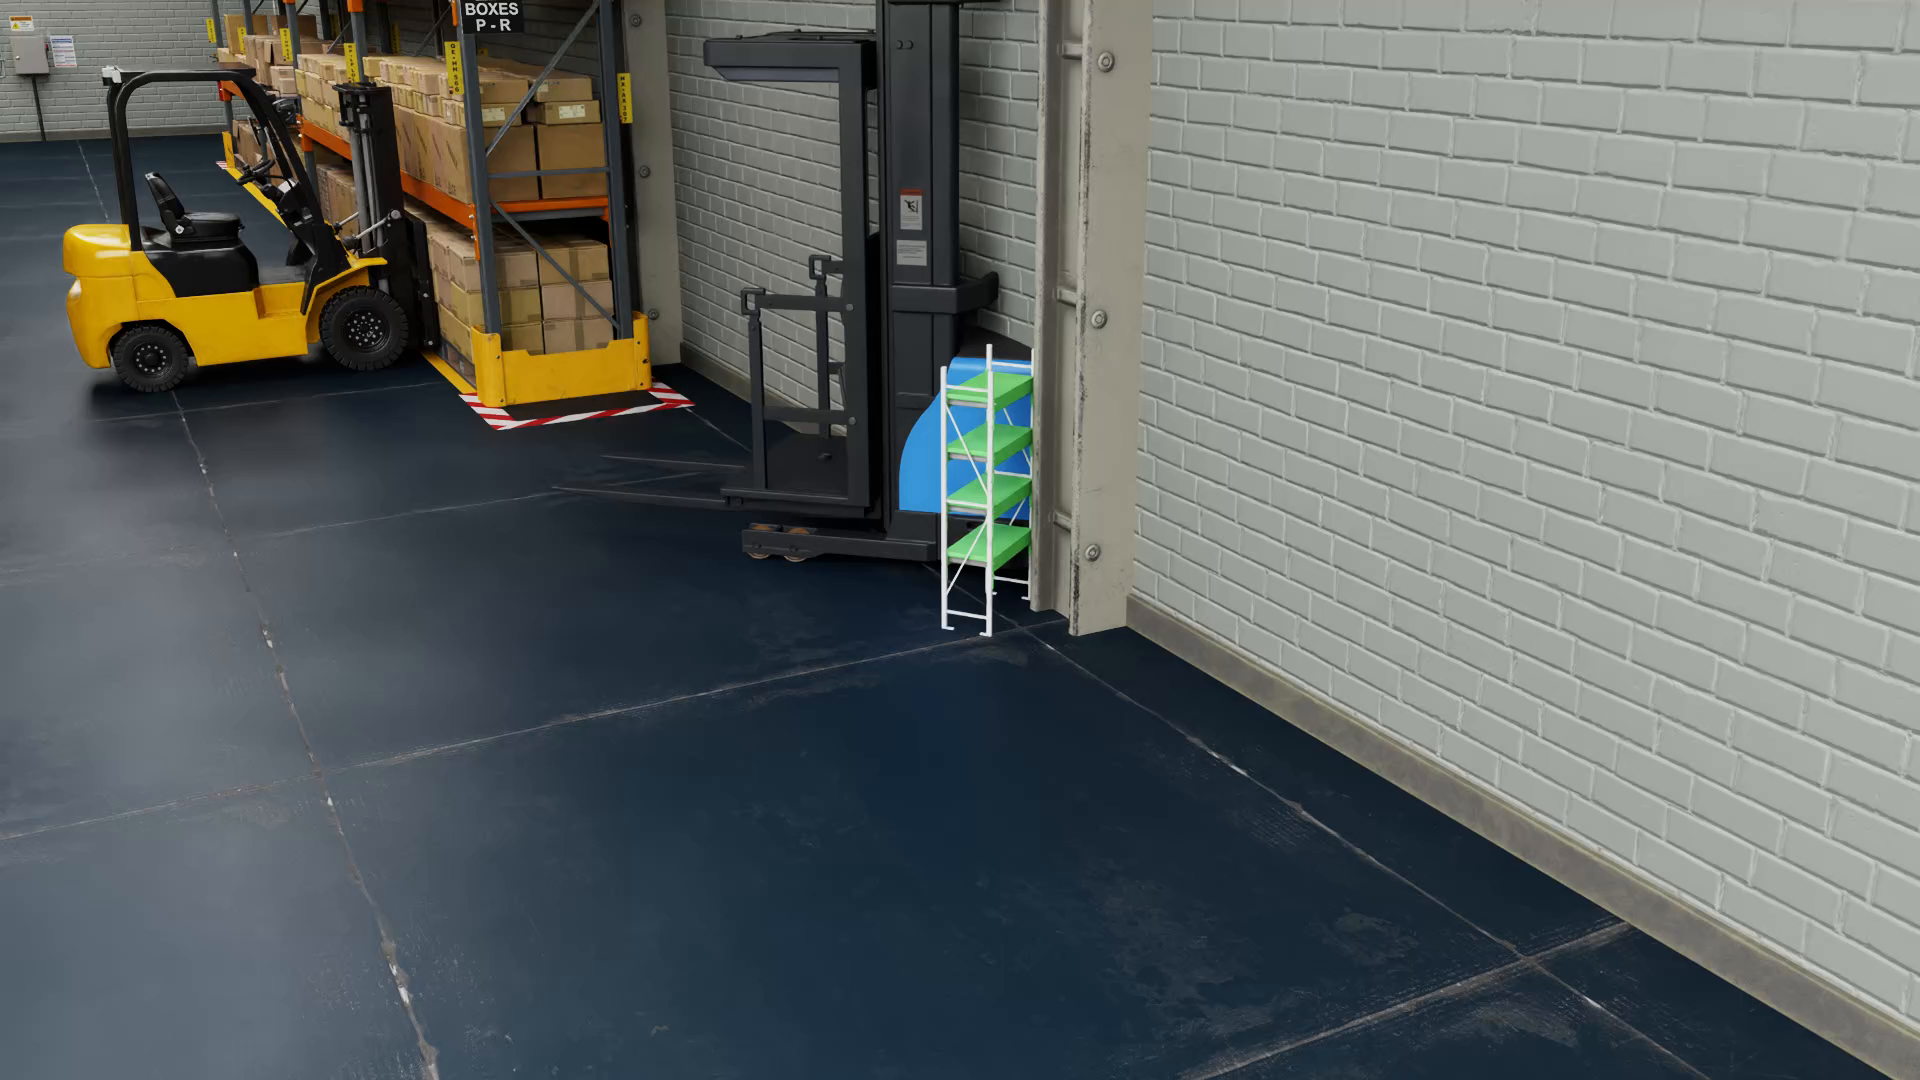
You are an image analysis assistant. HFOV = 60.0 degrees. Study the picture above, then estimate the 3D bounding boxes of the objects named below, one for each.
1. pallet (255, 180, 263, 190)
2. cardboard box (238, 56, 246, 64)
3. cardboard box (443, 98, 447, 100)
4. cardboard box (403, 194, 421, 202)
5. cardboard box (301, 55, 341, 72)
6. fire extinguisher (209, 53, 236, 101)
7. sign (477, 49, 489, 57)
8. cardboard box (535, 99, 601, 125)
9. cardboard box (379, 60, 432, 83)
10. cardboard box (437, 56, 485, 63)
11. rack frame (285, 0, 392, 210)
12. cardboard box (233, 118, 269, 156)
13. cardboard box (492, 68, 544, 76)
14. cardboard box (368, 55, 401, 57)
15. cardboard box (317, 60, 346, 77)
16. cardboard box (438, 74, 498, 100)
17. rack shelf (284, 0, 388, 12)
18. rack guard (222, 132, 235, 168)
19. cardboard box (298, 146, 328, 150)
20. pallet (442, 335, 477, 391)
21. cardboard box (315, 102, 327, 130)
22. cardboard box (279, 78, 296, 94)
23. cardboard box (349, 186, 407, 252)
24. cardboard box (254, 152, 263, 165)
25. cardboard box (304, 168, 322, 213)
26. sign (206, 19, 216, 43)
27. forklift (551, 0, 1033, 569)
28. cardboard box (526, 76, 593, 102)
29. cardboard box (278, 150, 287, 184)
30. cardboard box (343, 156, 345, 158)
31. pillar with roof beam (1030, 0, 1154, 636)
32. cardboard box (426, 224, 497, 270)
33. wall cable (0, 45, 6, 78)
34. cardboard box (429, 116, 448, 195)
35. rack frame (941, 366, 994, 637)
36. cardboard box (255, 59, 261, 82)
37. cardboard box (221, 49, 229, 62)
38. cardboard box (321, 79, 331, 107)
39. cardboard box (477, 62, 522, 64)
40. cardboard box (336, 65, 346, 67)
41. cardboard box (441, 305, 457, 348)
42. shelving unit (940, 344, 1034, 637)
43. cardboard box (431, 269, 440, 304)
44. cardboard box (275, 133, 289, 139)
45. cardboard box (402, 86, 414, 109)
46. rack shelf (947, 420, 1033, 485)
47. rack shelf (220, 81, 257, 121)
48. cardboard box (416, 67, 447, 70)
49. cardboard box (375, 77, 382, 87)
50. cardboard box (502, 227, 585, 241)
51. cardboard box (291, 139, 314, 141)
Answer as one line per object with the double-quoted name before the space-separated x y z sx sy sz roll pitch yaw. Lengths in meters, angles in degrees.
"pallet" -8.784 -4.777 22.152 1.003 0.211 1.213 -10 21 -27
"cardboard box" -9.166 -6.218 21.825 0.500 0.250 0.500 -10 21 -26
"cardboard box" -3.388 -3.016 11.625 0.380 0.149 0.250 -10 21 -26
"cardboard box" -4.706 -2.785 14.143 0.500 0.250 0.500 -10 22 -27
"cardboard box" -6.539 -4.890 17.057 0.380 0.149 0.250 -9 21 -25
"fire extinguisher" -10.835 -6.804 24.441 0.296 0.674 0.183 -10 21 -27
"sign" -4.172 -4.134 14.566 0.100 0.325 0.005 -10 21 -27
"cardboard box" -2.693 -2.945 11.419 0.380 0.149 0.250 -11 22 -28
"cardboard box" -4.405 -3.736 13.255 0.380 0.149 0.250 -9 21 -25
"cardboard box" -4.160 -3.973 13.942 0.380 0.149 0.250 -11 22 -28
"rack frame" -6.559 -4.750 17.798 1.000 3.000 0.127 -10 21 -27
"cardboard box" -10.151 -5.874 24.240 0.797 0.503 0.637 -11 22 -29
"cardboard box" -3.216 -3.376 12.213 0.380 0.149 0.250 -9 21 -25
"cardboard box" -5.935 -4.900 17.085 0.380 0.149 0.250 -10 21 -27
"cardboard box" -6.045 -4.598 16.209 0.380 0.149 0.250 -9 21 -26
"cardboard box" -3.408 -3.155 11.572 0.380 0.149 0.250 -9 21 -25
"rack shelf" -5.610 -5.253 15.762 1.077 0.370 4.000 -10 21 -27
"rack guard" -10.322 -5.843 24.797 1.175 0.500 0.348 -10 21 -27
"cardboard box" -7.345 -4.415 19.020 0.380 0.149 0.250 -9 21 -25
"pallet" -3.160 -1.348 12.214 1.003 0.211 1.213 -10 21 -27
"cardboard box" -6.078 -4.222 16.497 0.500 0.250 0.500 -11 22 -28
"cardboard box" -7.209 -4.959 18.144 0.380 0.149 0.250 -10 21 -26
"cardboard box" -5.279 -3.049 15.867 0.875 0.625 0.625 -10 22 -27
"cardboard box" -9.151 -5.021 22.131 0.396 0.266 0.258 -9 21 -25
"cardboard box" -6.949 -3.855 18.392 0.500 0.500 0.500 -9 21 -25
"sign" -10.836 -7.371 24.068 0.100 0.325 0.005 -10 21 -27
"forklift" -0.609 -1.436 8.300 3.031 2.935 1.130 5 20 13
"cardboard box" -2.732 -3.077 11.347 0.380 0.149 0.250 -10 22 -28
"cardboard box" -7.932 -4.446 20.105 0.500 0.500 0.500 -11 22 -28
"cardboard box" -7.038 -4.570 19.472 0.380 0.149 0.250 -10 22 -28
"pillar with roof beam" -3.237 -3.239 4.223 9.100 9.000 0.400 -10 21 -27
"cardboard box" -3.750 -2.197 12.440 0.500 0.250 0.500 -10 21 -26
"wall cable" -16.180 -8.595 27.383 0.588 1.984 0.122 -10 21 -27
"cardboard box" -3.463 -2.751 11.853 0.500 0.500 0.500 -9 21 -25
"rack frame" 0.031 -0.156 7.244 0.240 1.200 0.015 8 21 23
"cardboard box" -8.137 -5.575 19.751 0.396 0.266 0.258 -9 21 -24
"cardboard box" -10.140 -6.799 23.511 0.500 0.250 0.500 -10 21 -26
"cardboard box" -5.829 -4.310 15.987 0.500 0.250 0.500 -10 21 -26
"cardboard box" -3.663 -3.678 13.089 0.380 0.149 0.250 -10 22 -27
"cardboard box" -5.537 -4.309 15.371 0.380 0.149 0.250 -11 22 -28
"cardboard box" -3.489 -1.582 12.189 0.500 0.250 0.500 -10 21 -27
"shelving unit" 0.132 -0.228 7.454 0.258 1.200 0.503 8 21 23
"cardboard box" -3.759 -1.970 12.547 0.500 0.250 0.500 -11 22 -28
"cardboard box" -8.323 -5.010 20.745 0.380 0.149 0.250 -11 22 -28
"cardboard box" -4.023 -3.376 12.669 0.380 0.149 0.250 -10 22 -28
"rack shelf" 0.132 -0.395 7.397 0.258 0.148 0.480 8 21 23
"rack shelf" -9.408 -6.132 22.906 1.077 0.370 4.000 -10 21 -27
"cardboard box" -3.849 -3.457 12.448 0.380 0.149 0.250 -10 21 -26
"cardboard box" -4.616 -3.749 13.750 0.380 0.149 0.250 -9 21 -25
"cardboard box" -3.062 -2.135 12.258 0.500 0.250 0.500 -10 21 -27
"cardboard box" -7.847 -4.712 19.883 0.380 0.149 0.250 -9 21 -25
